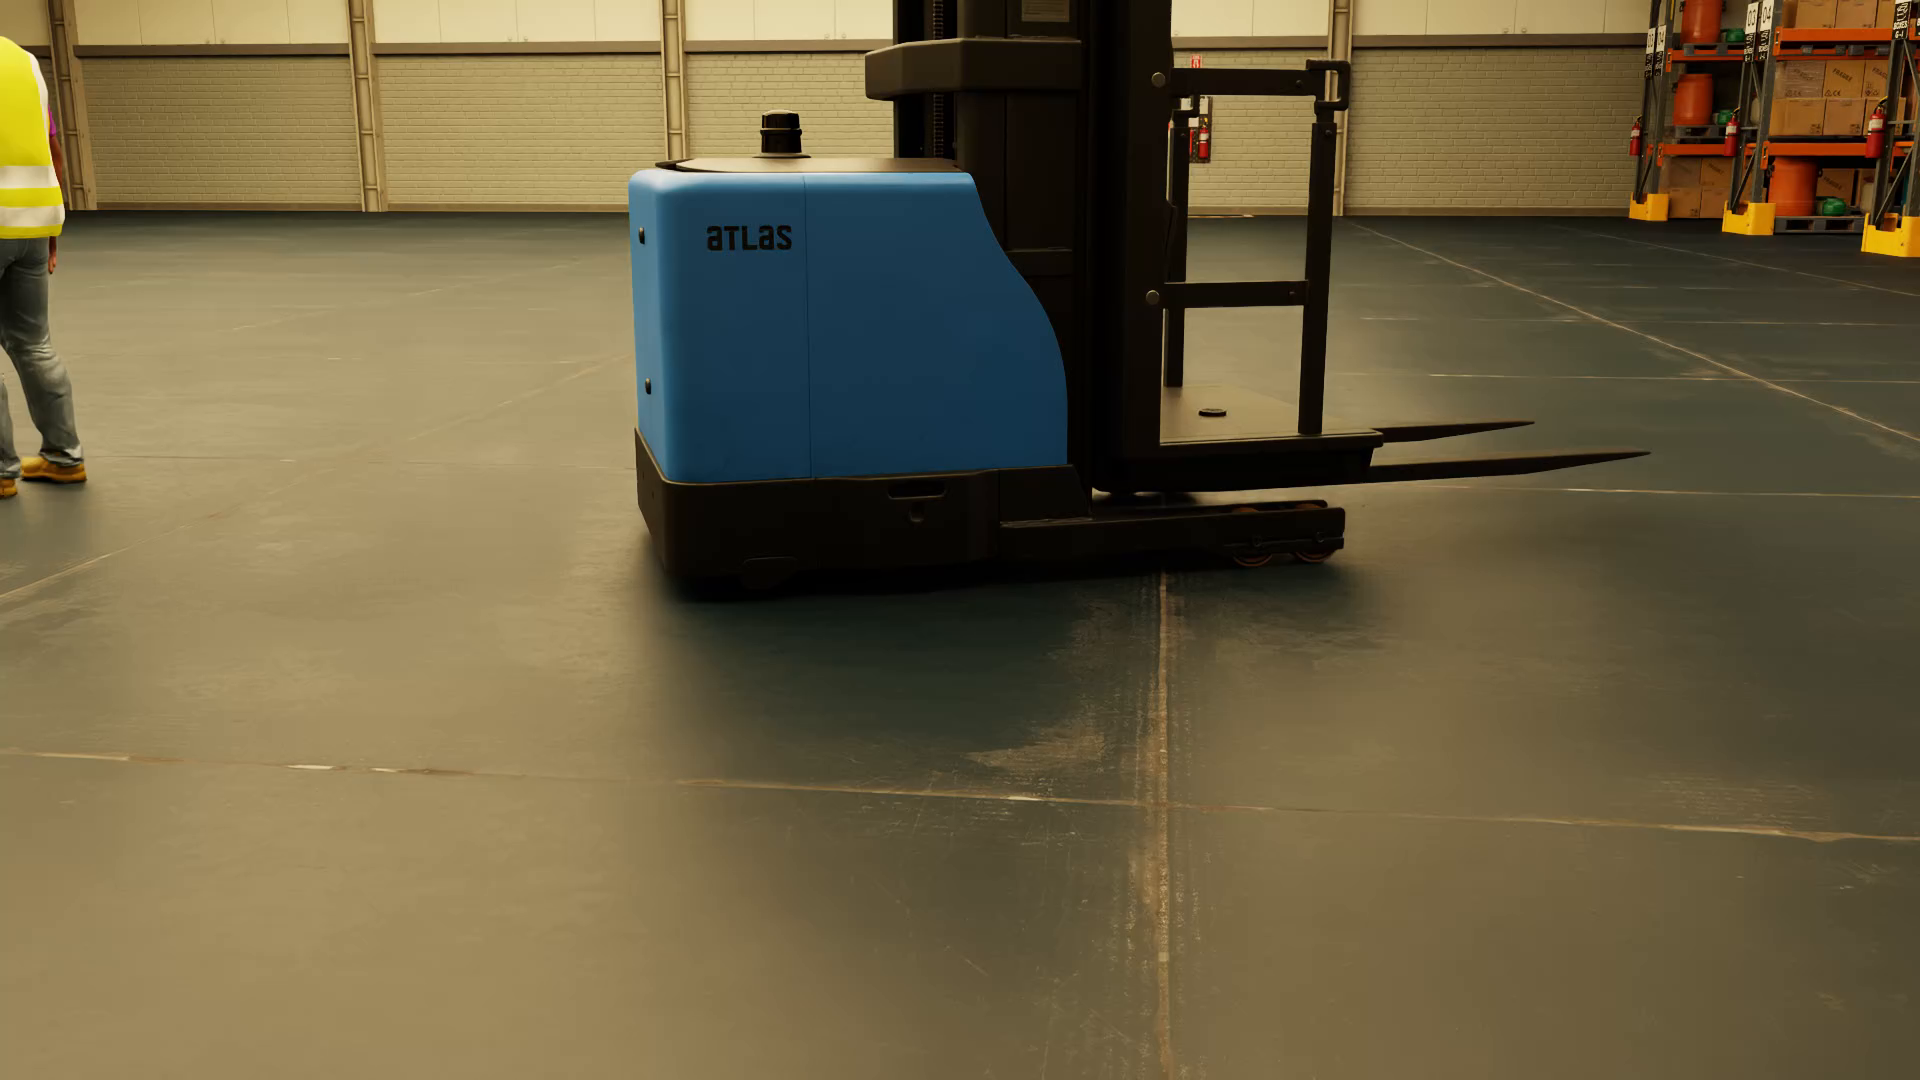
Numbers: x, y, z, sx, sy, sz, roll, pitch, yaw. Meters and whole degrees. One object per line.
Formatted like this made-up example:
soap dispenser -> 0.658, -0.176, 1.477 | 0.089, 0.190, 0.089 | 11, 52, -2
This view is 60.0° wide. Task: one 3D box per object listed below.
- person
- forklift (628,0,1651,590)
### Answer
person -> -3.235, -1.032, 5.504 | 0.451, 1.759, 0.630 | 3, 14, 14
forklift -> 0.587, -1.464, 4.770 | 3.031, 2.935, 1.130 | -4, 14, -15
